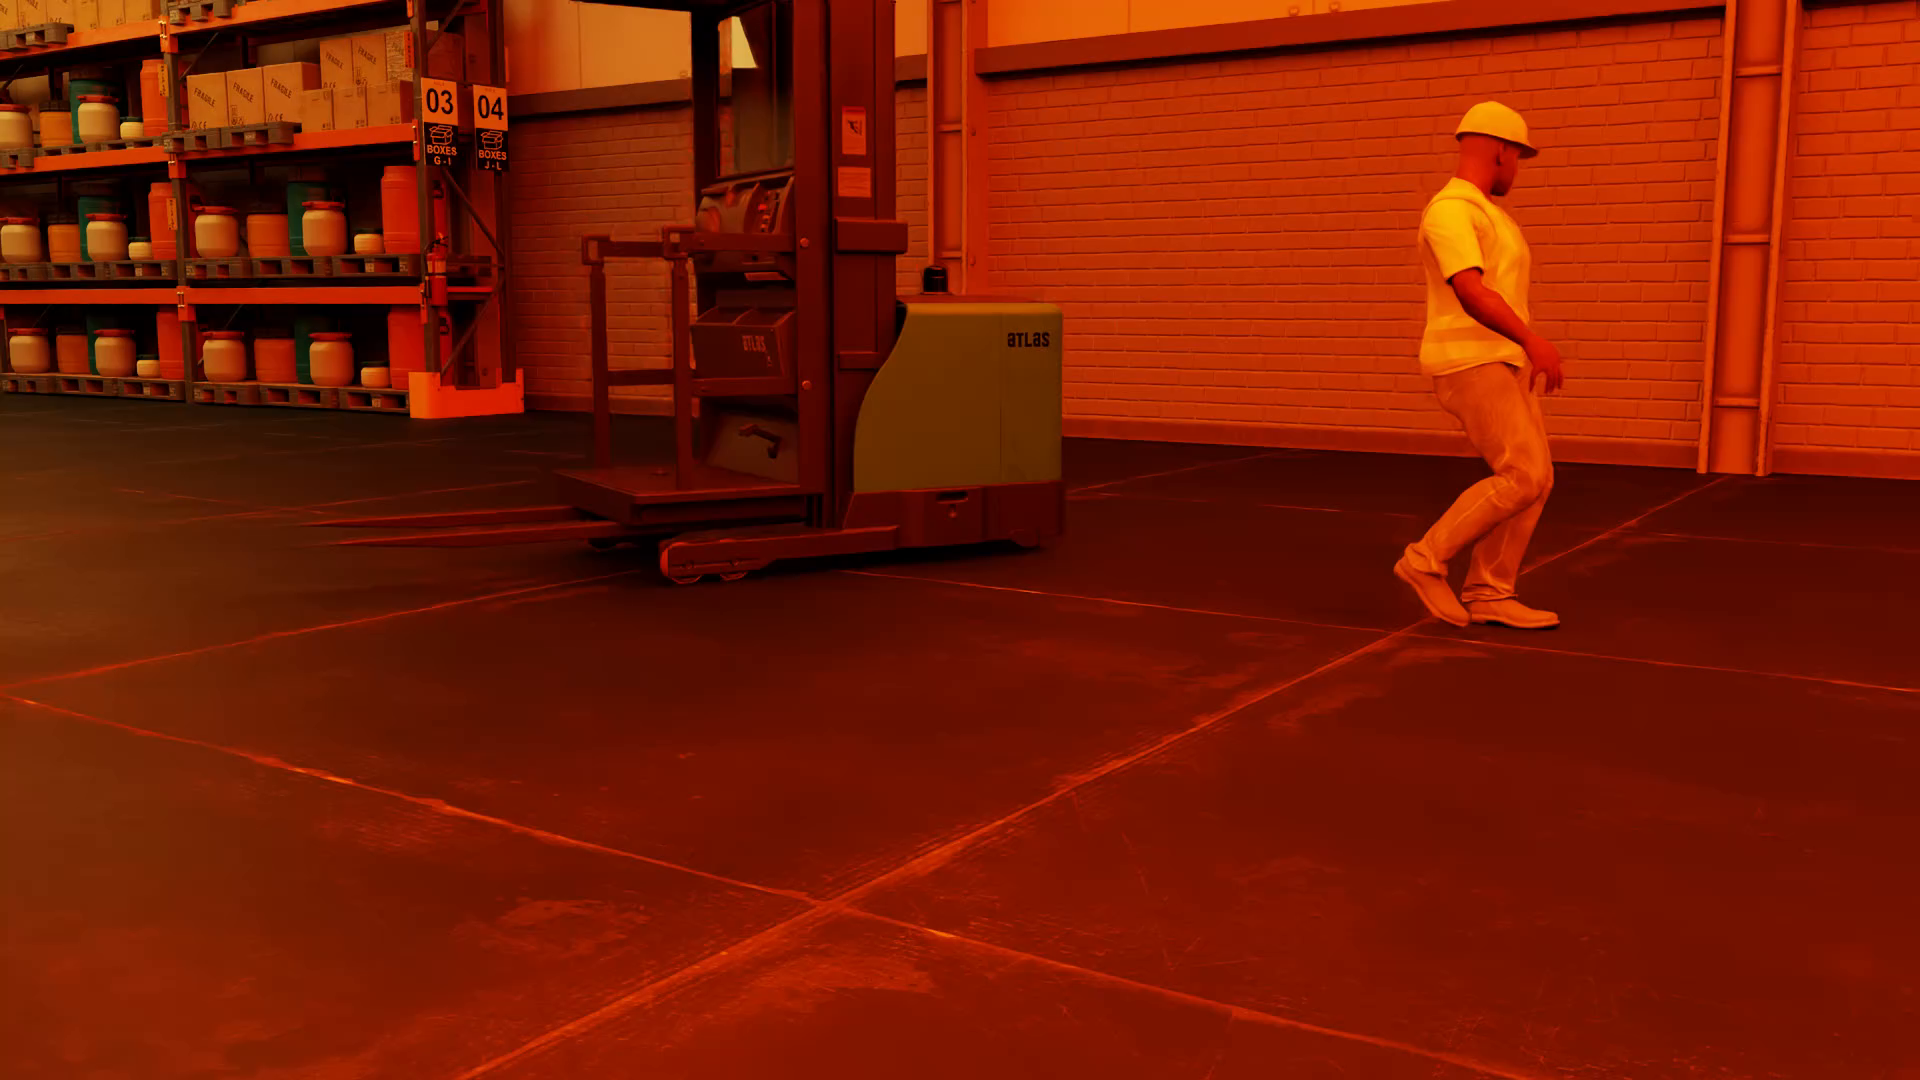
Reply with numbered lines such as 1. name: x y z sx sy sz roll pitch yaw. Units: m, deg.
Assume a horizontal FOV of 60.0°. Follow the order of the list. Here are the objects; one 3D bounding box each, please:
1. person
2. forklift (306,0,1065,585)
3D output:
1. person: 1.780 -0.574 5.524 0.527 1.724 0.788 5 10 33
2. forklift: -1.075 -1.363 6.781 3.031 2.935 1.130 -5 9 -30
